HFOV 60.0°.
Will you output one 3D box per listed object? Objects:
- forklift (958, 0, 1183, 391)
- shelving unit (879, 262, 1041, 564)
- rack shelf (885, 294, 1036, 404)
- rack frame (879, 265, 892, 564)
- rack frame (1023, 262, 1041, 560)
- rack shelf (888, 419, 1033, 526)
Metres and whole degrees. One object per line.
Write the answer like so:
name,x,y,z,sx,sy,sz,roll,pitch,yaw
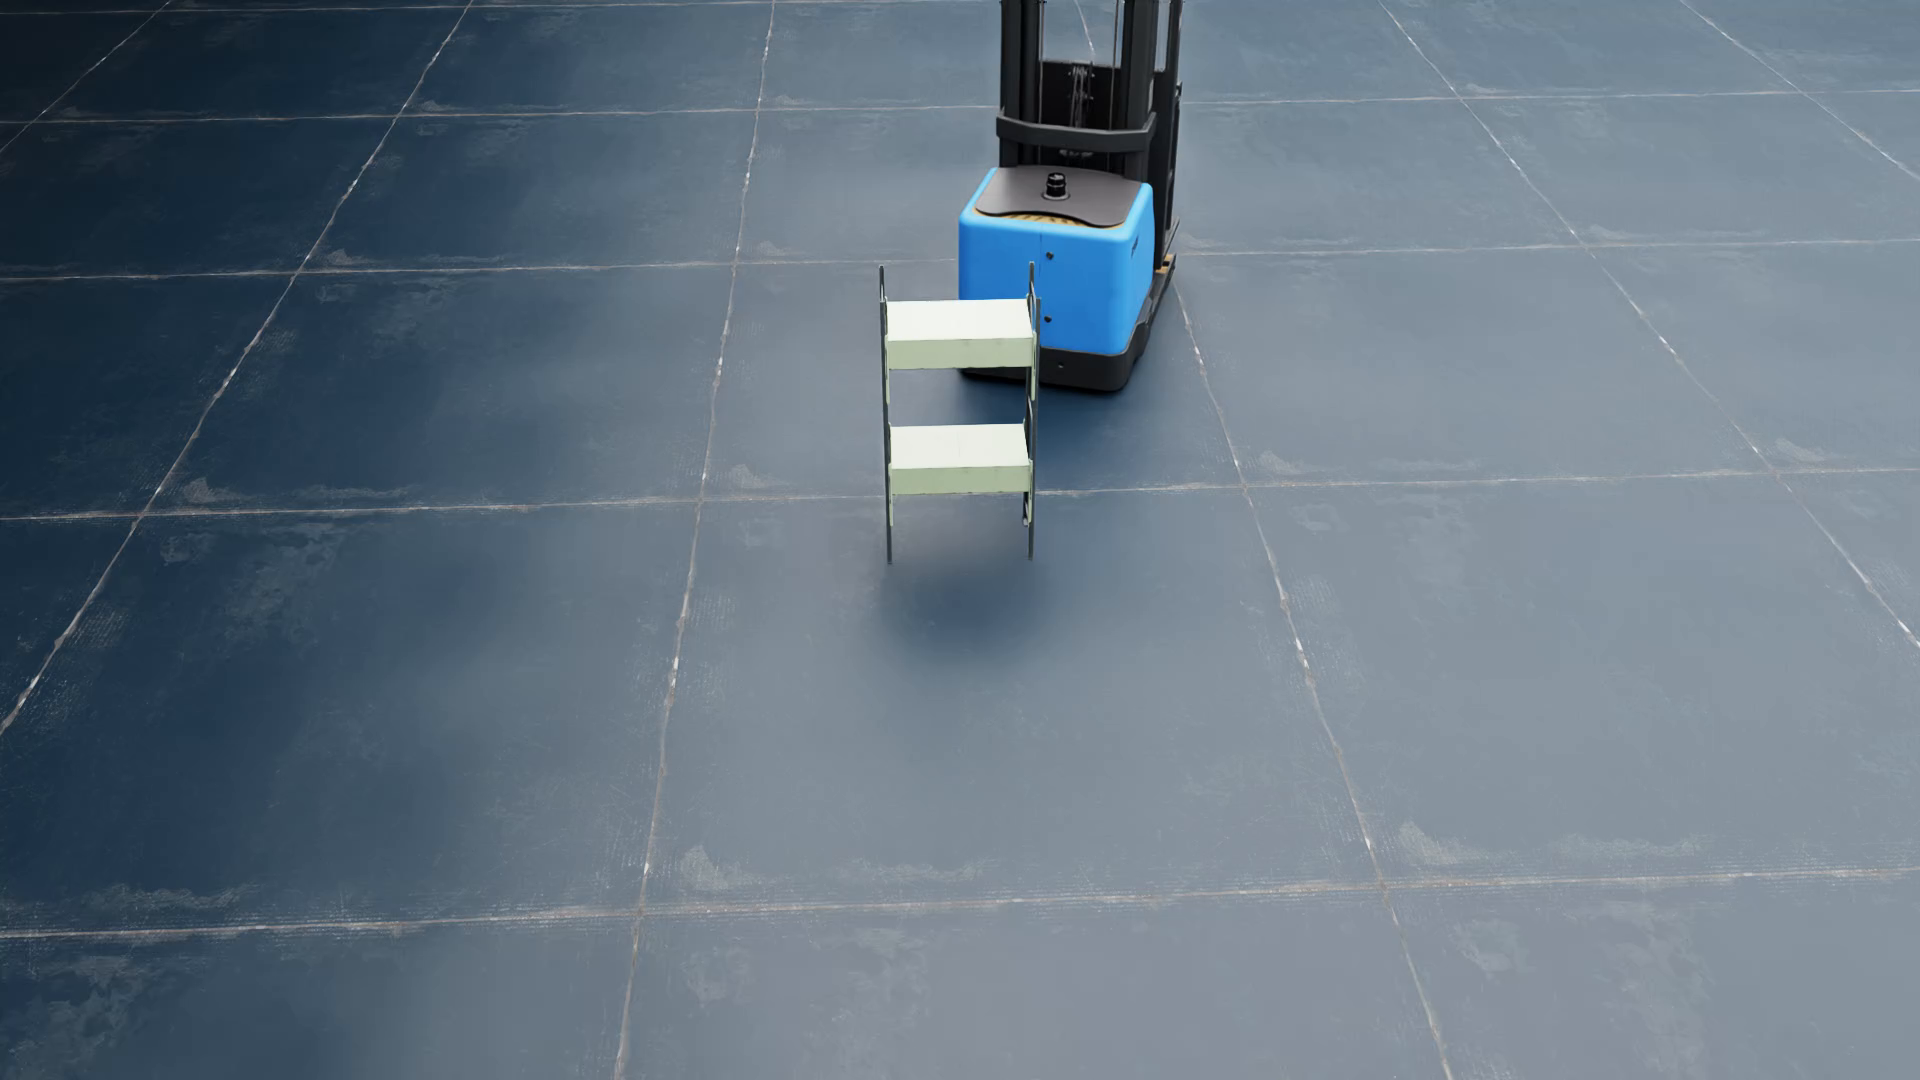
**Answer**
forklift,0.852,-2.934,10.451,1.130,2.935,3.031,9,36,12
shelving unit,-0.007,-0.617,8.359,0.755,1.500,0.431,-2,35,-2
rack shelf,-0.007,-0.937,8.137,0.720,0.370,0.431,-2,35,-2
rack frame,-0.372,-0.607,8.345,0.023,1.500,0.400,-2,35,-2
rack frame,0.359,-0.626,8.373,0.023,1.500,0.400,-2,35,-2
rack shelf,-0.007,-0.348,8.545,0.720,0.370,0.431,-2,35,-2
